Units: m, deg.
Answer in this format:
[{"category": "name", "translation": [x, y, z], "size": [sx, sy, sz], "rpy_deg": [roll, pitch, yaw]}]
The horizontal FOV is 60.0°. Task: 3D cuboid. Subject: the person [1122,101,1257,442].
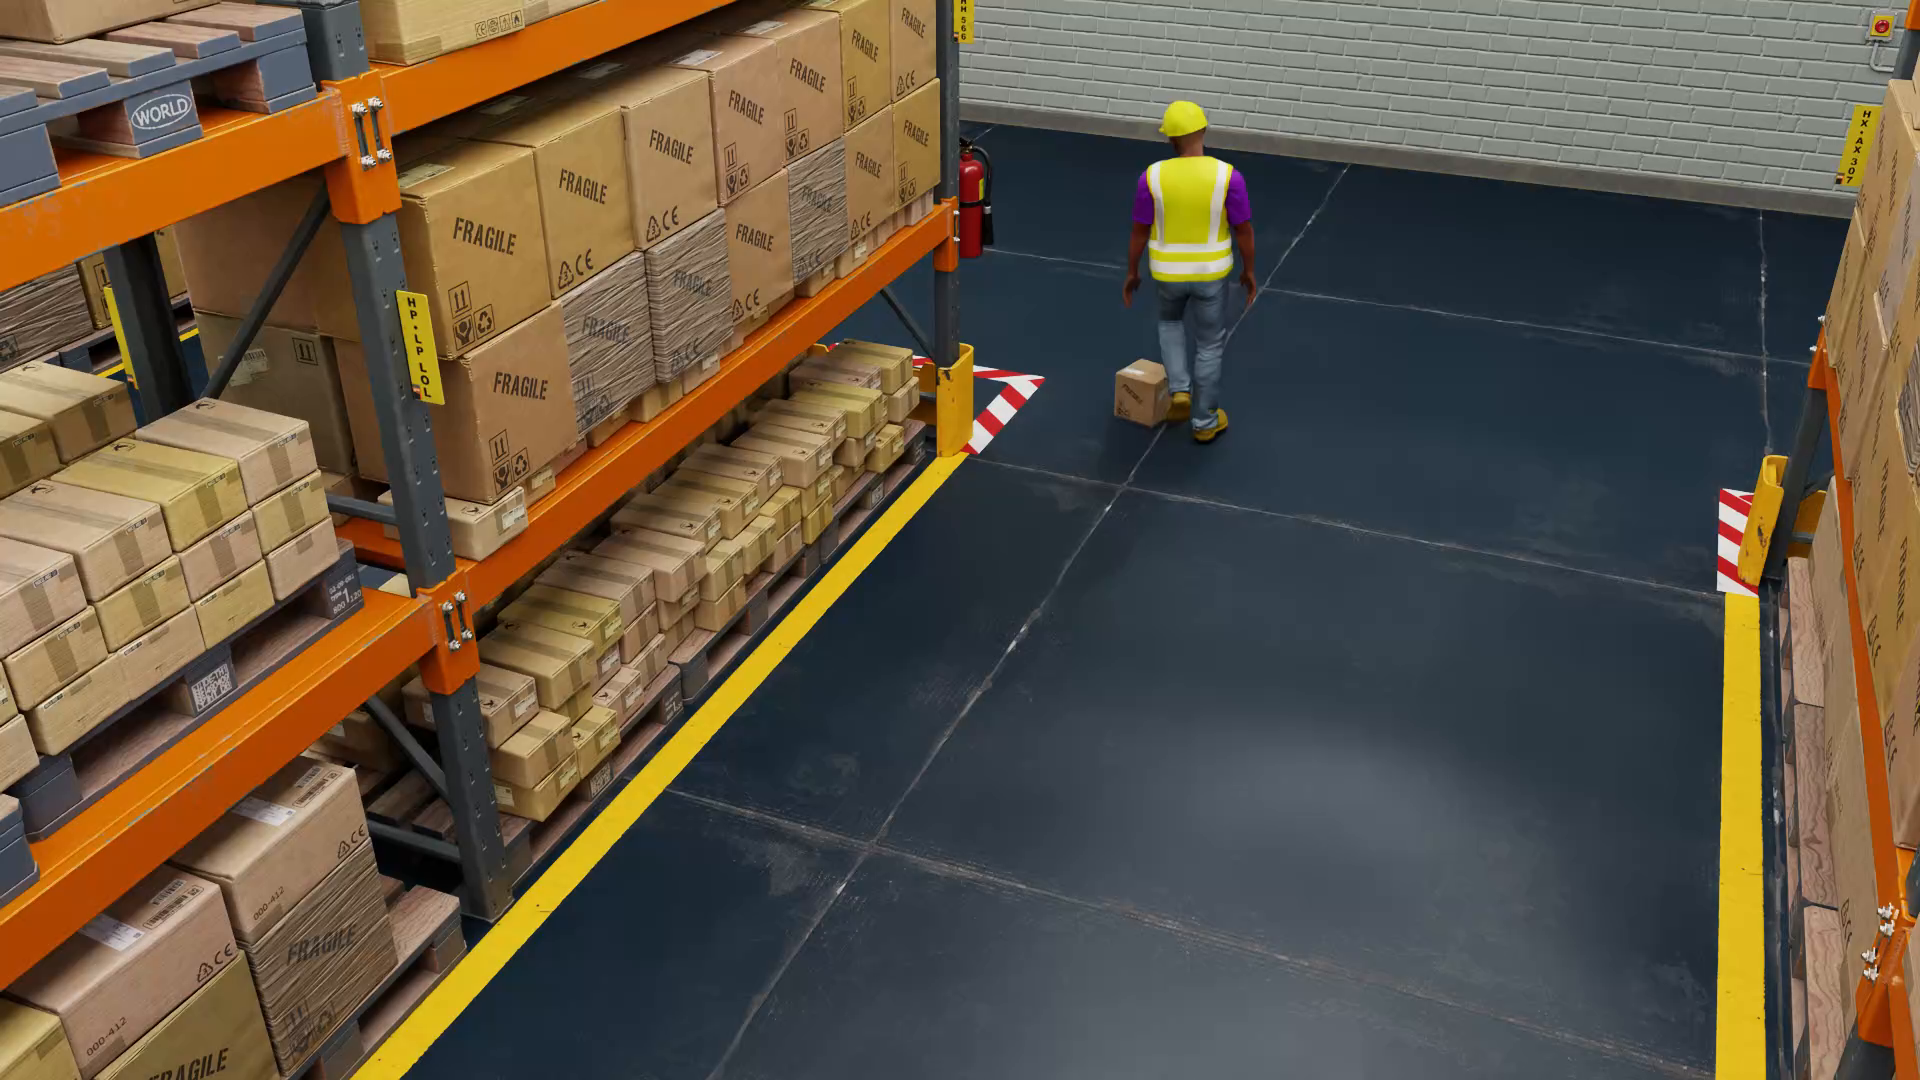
[{"category": "person", "translation": [1.192, -1.381, 8.533], "size": [0.673, 1.752, 0.474], "rpy_deg": [8, 30, 14]}]
